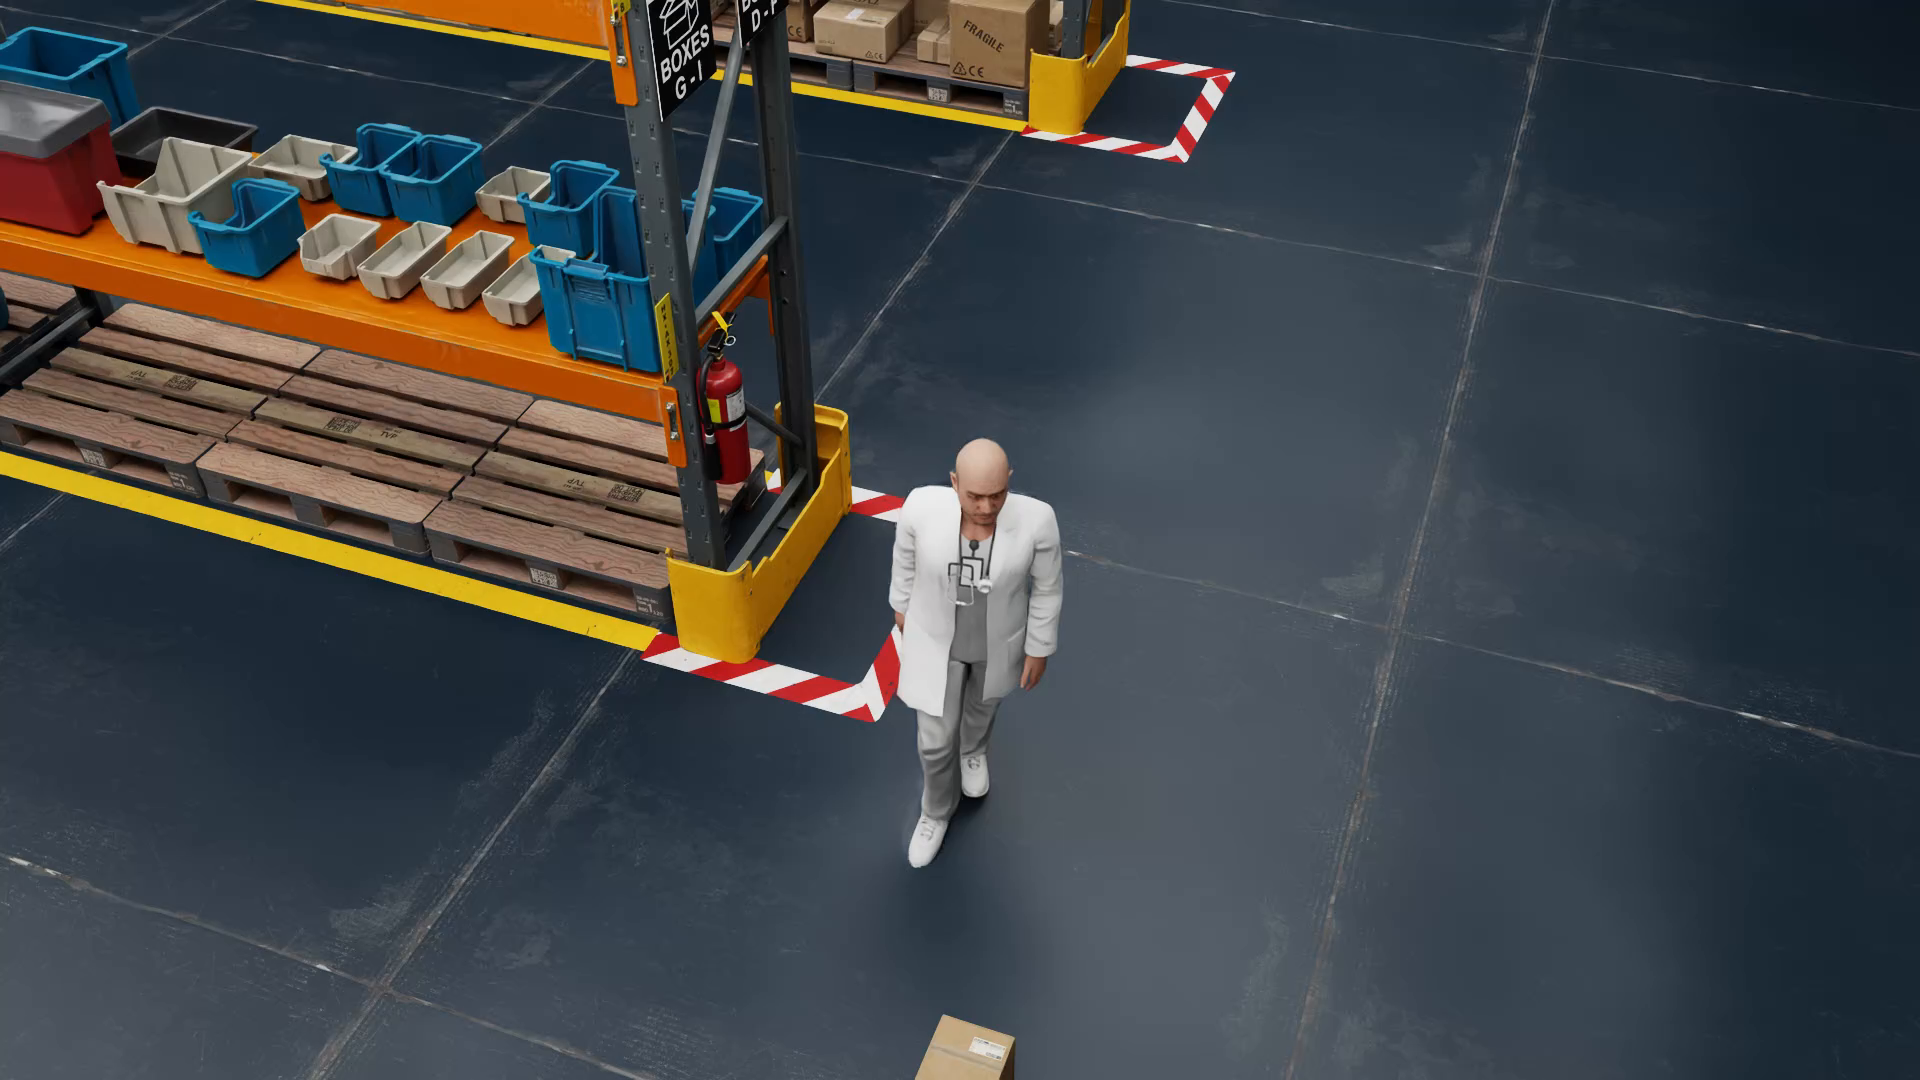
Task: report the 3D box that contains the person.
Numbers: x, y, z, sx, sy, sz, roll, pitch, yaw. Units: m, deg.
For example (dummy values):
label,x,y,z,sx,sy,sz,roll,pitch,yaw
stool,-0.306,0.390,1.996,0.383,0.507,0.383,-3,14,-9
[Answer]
label,x,y,z,sx,sy,sz,roll,pitch,yaw
person,0.050,0.327,5.807,0.589,1.815,0.646,-2,41,-2
